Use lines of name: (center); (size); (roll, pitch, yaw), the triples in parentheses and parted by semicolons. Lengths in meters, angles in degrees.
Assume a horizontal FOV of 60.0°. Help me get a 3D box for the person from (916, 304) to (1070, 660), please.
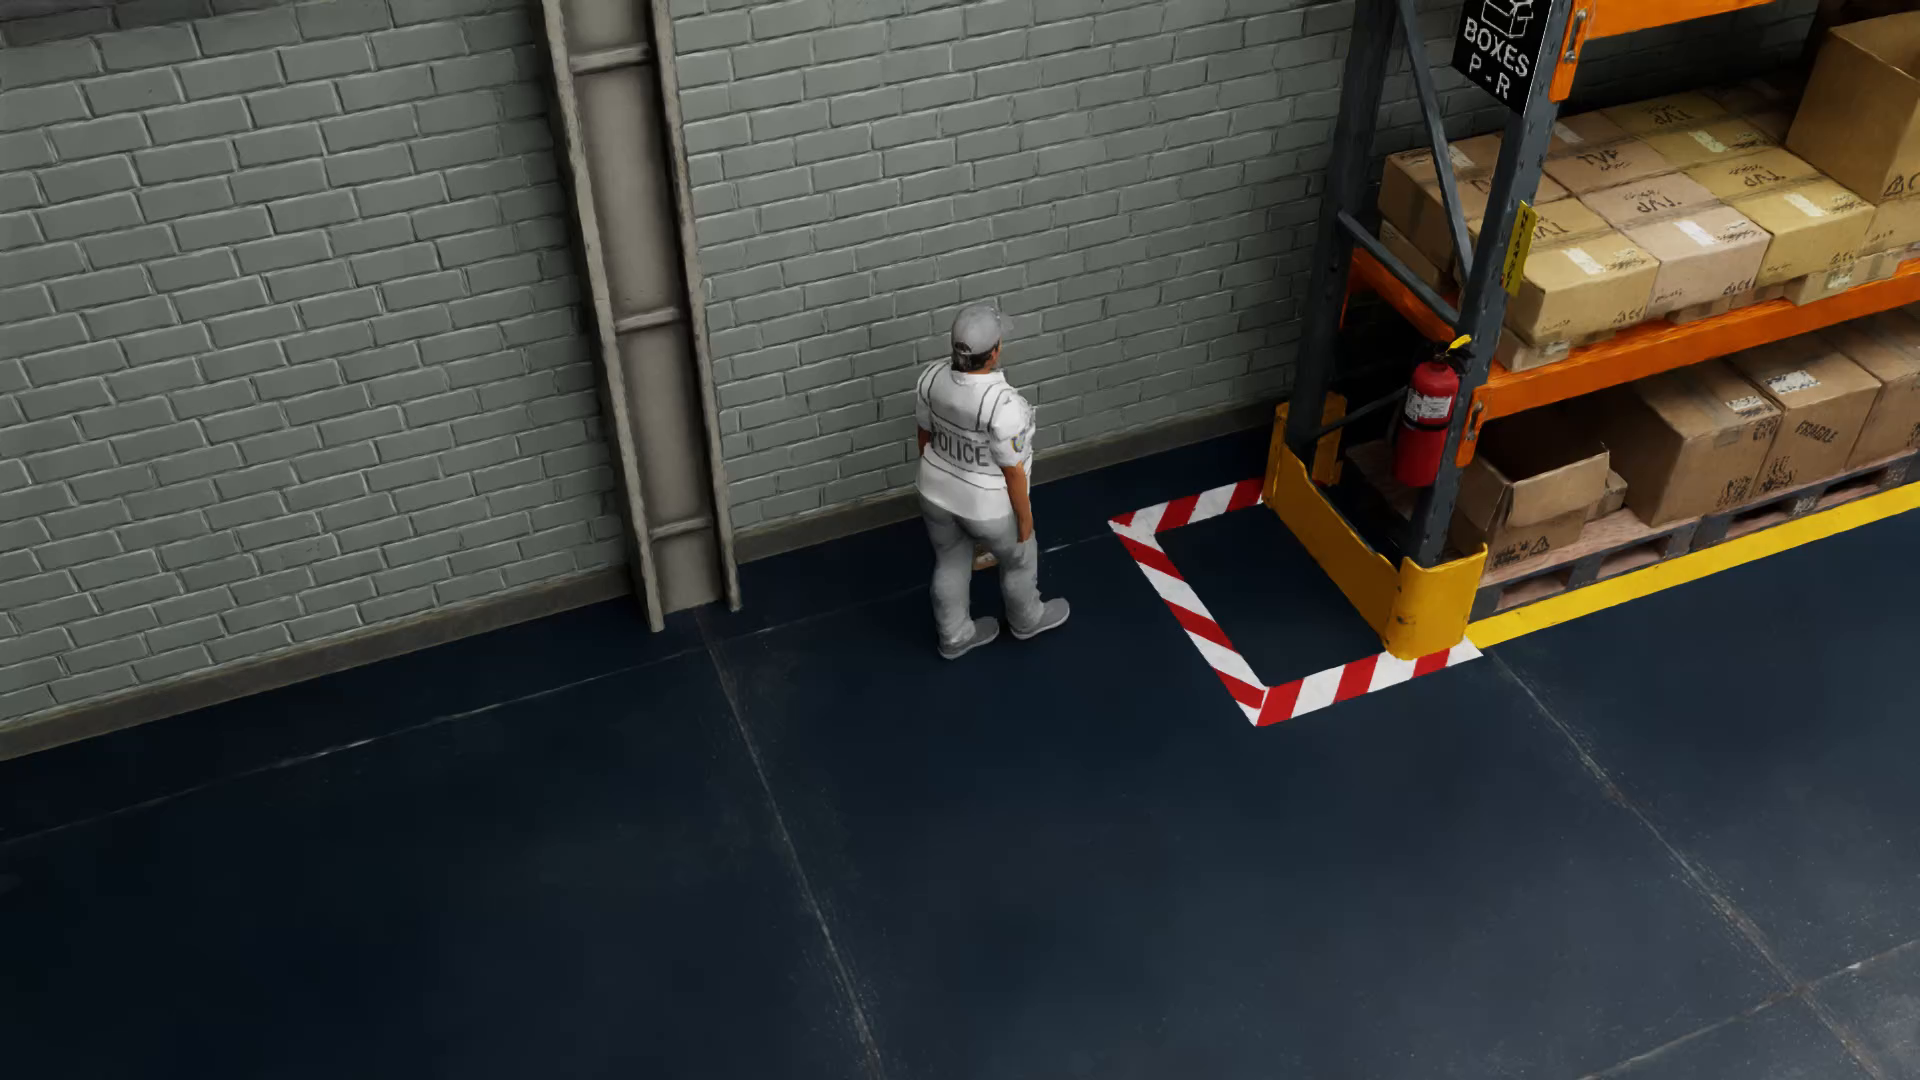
person: (0.129, -0.240, 6.410); (0.493, 1.656, 0.600); (25, 48, 25)
